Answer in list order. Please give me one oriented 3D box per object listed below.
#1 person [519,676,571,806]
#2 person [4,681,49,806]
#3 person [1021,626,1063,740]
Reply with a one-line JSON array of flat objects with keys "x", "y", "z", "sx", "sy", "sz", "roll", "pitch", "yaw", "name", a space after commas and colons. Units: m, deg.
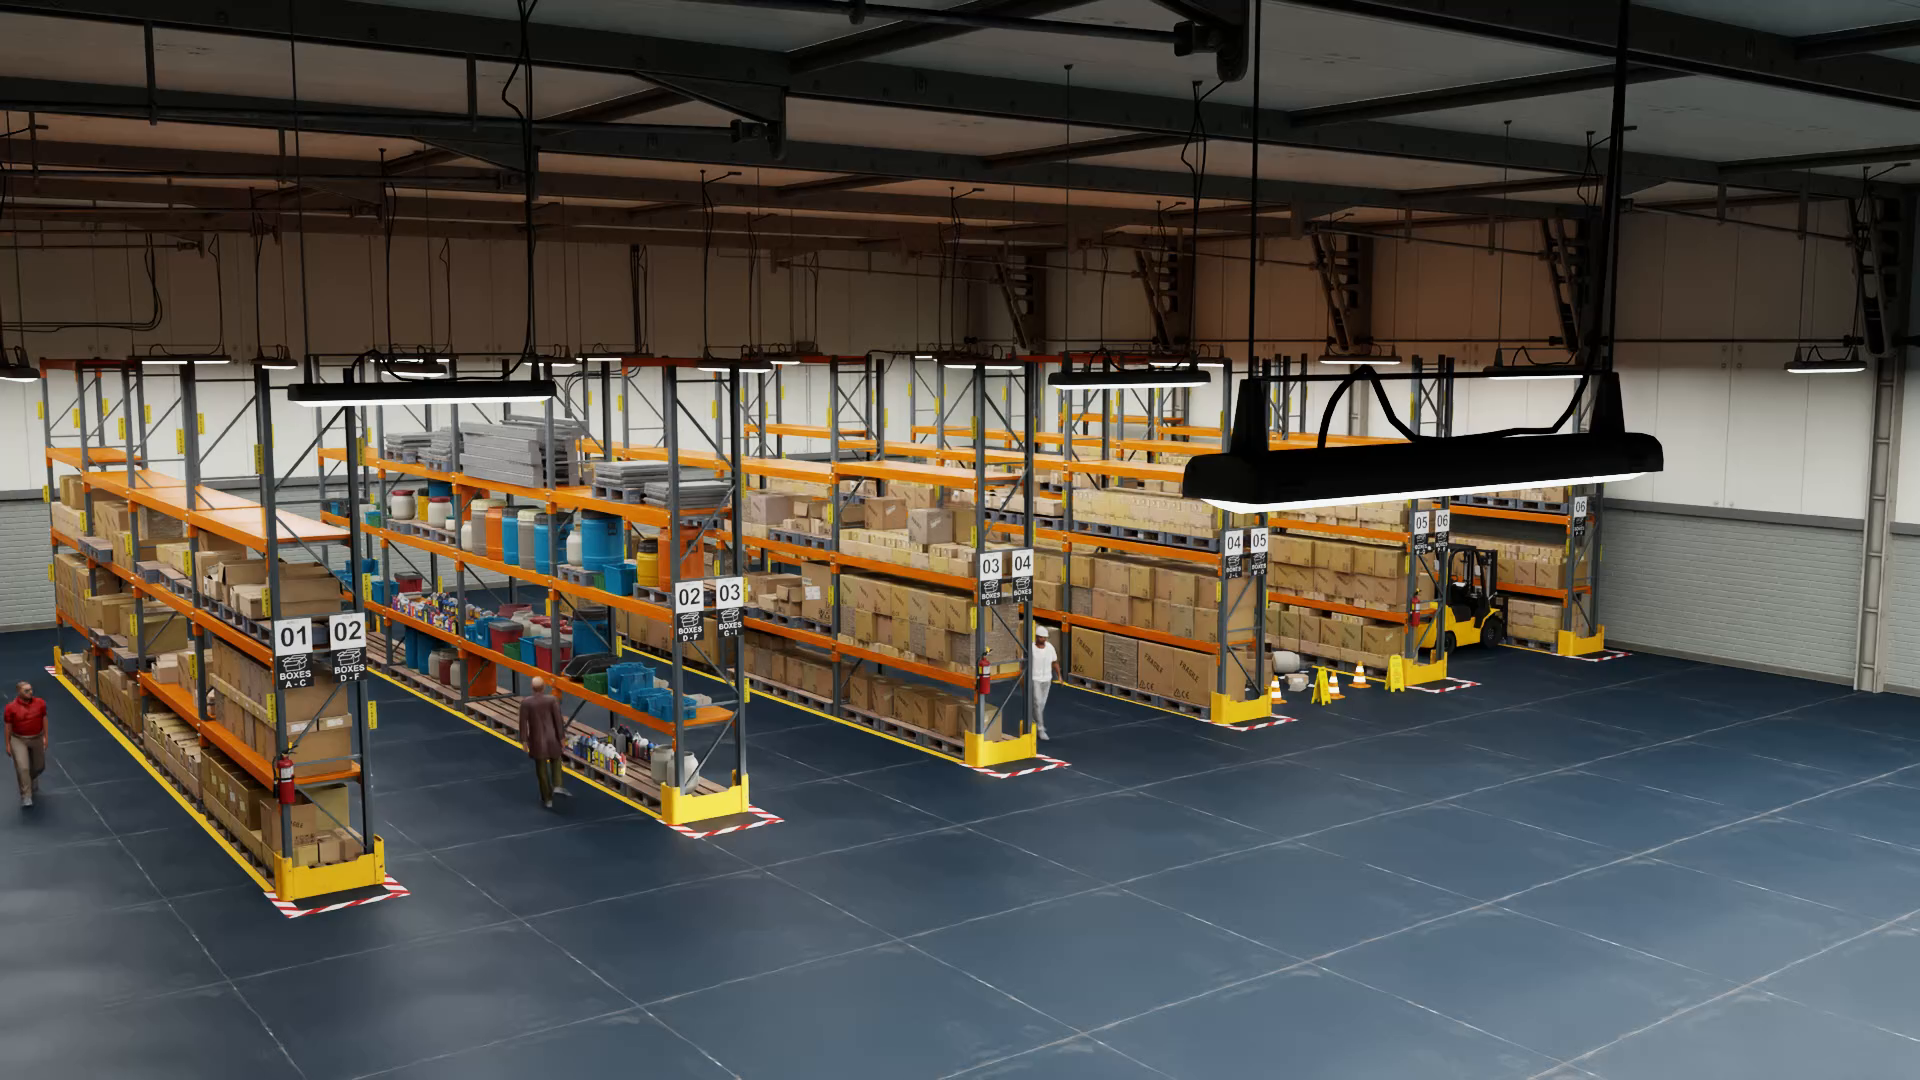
[{"x": -5.646, "y": 2.736, "z": 22.629, "sx": 0.626, "sy": 1.770, "sz": 0.571, "roll": -3, "pitch": 8, "yaw": -27, "name": "person"}, {"x": -12.839, "y": 2.746, "z": 22.870, "sx": 0.544, "sy": 1.674, "sz": 0.971, "roll": -6, "pitch": 9, "yaw": -39, "name": "person"}, {"x": 1.326, "y": 2.258, "z": 26.674, "sx": 0.622, "sy": 1.775, "sz": 0.705, "roll": -4, "pitch": 8, "yaw": -27, "name": "person"}]
